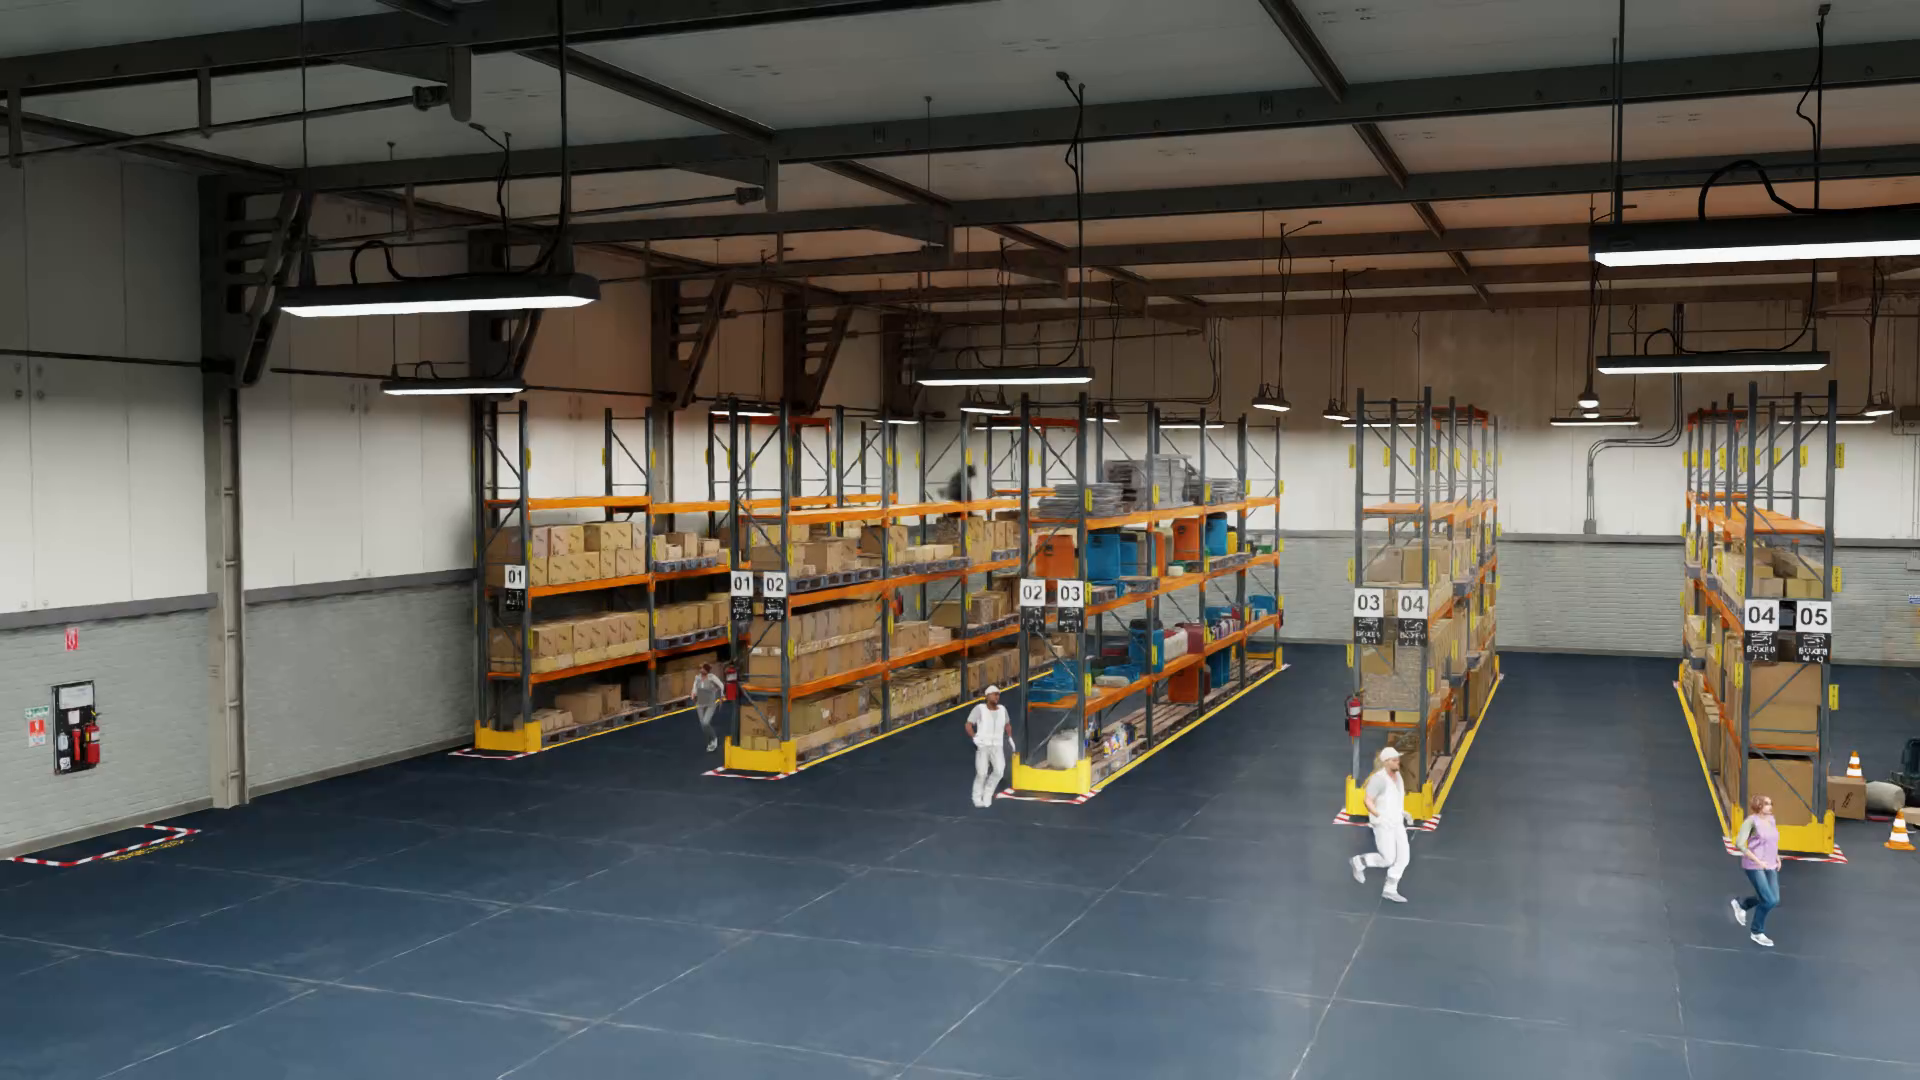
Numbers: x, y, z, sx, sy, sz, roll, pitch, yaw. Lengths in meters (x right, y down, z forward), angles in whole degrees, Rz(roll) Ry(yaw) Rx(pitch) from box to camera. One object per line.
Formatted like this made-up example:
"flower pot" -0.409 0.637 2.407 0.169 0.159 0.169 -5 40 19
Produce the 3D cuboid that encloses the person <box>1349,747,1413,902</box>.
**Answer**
"person" 4.810 3.214 18.985 0.646 1.740 0.702 -2 4 -40

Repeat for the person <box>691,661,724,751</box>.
"person" -4.318 2.838 28.303 0.559 1.552 0.648 1 3 20

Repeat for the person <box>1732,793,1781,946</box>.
"person" 8.251 3.398 17.286 0.570 1.539 0.566 -1 3 -28

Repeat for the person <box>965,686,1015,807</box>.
"person" 0.452 2.971 23.919 0.747 1.728 0.569 -1 3 -17
